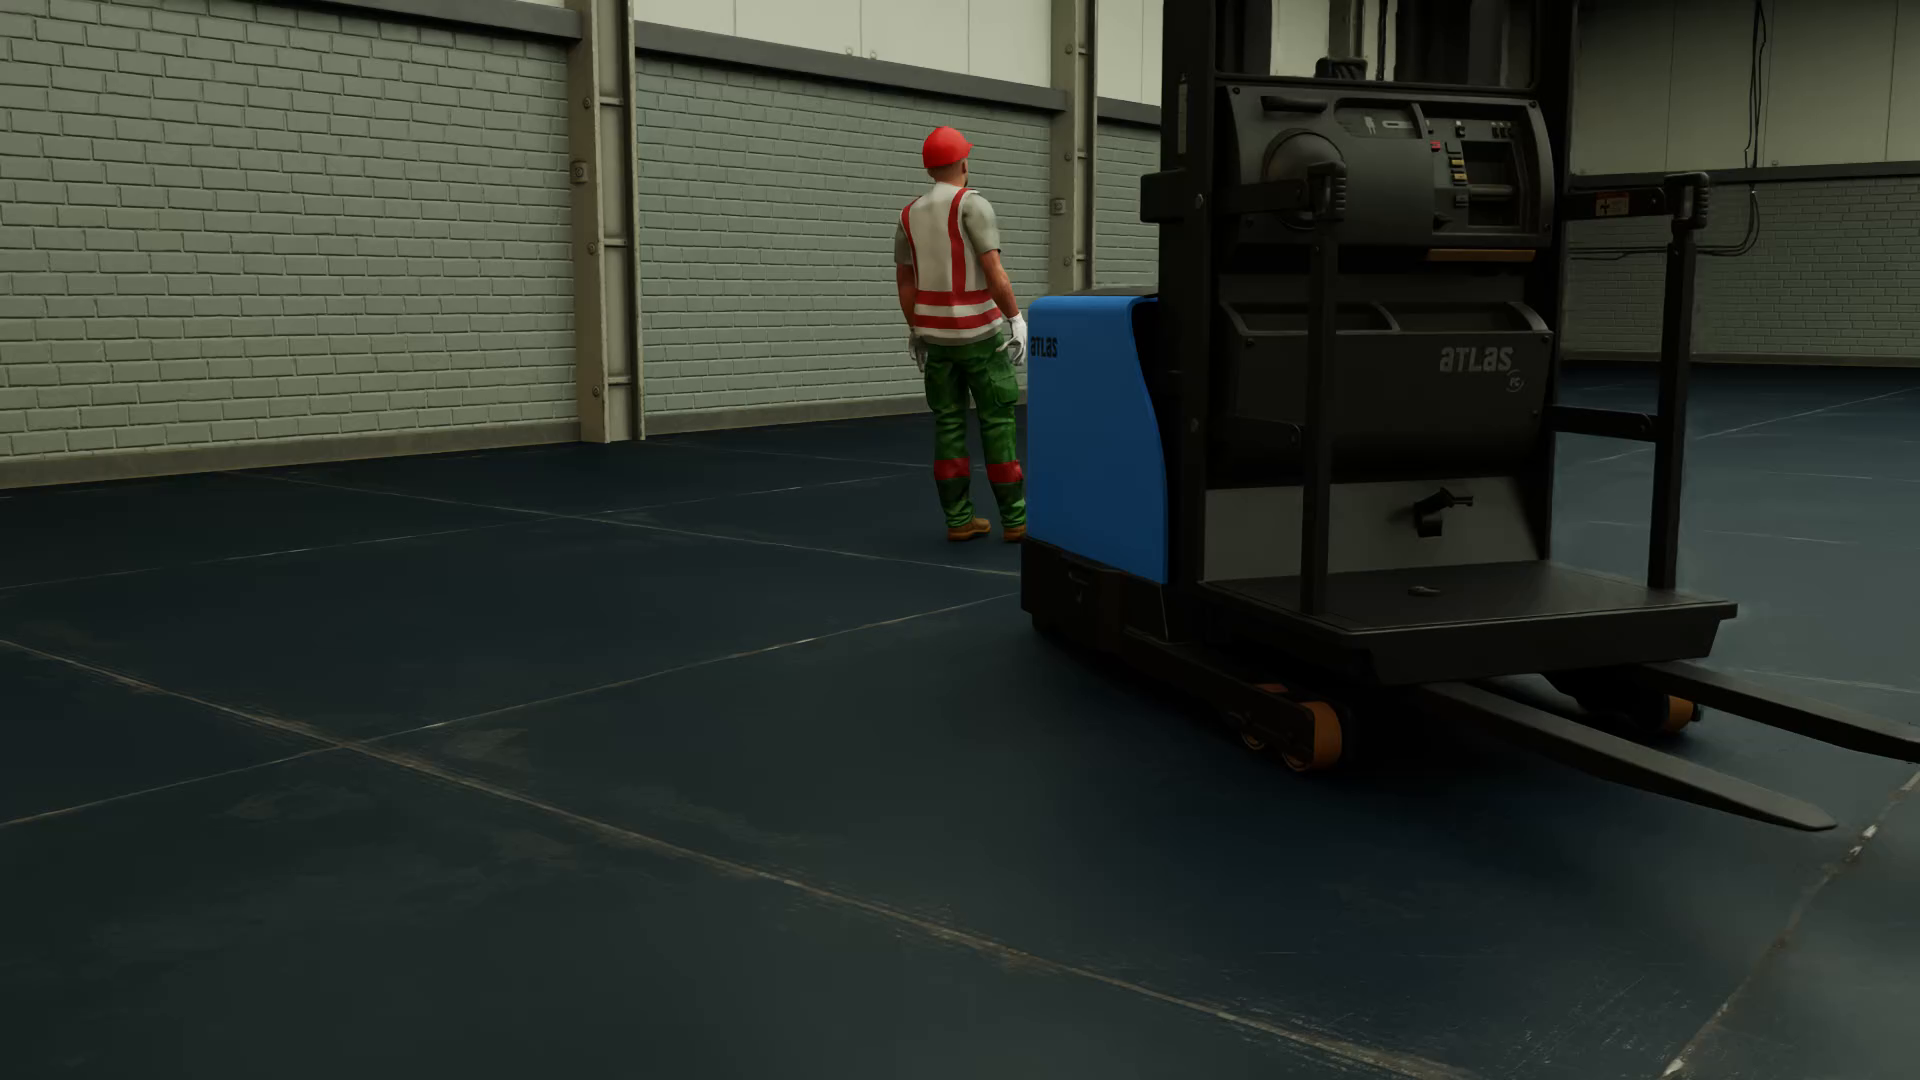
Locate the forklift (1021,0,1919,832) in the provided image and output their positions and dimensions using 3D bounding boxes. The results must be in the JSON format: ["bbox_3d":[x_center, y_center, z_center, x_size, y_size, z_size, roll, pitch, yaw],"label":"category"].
[{"bbox_3d":[1.175,-0.987,4.025,1.130,2.935,3.031,-3,9,-20],"label":"forklift"}]

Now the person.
[{"bbox_3d":[0.059,-0.900,7.330,0.638,1.789,0.562,7,11,38],"label":"person"}]
